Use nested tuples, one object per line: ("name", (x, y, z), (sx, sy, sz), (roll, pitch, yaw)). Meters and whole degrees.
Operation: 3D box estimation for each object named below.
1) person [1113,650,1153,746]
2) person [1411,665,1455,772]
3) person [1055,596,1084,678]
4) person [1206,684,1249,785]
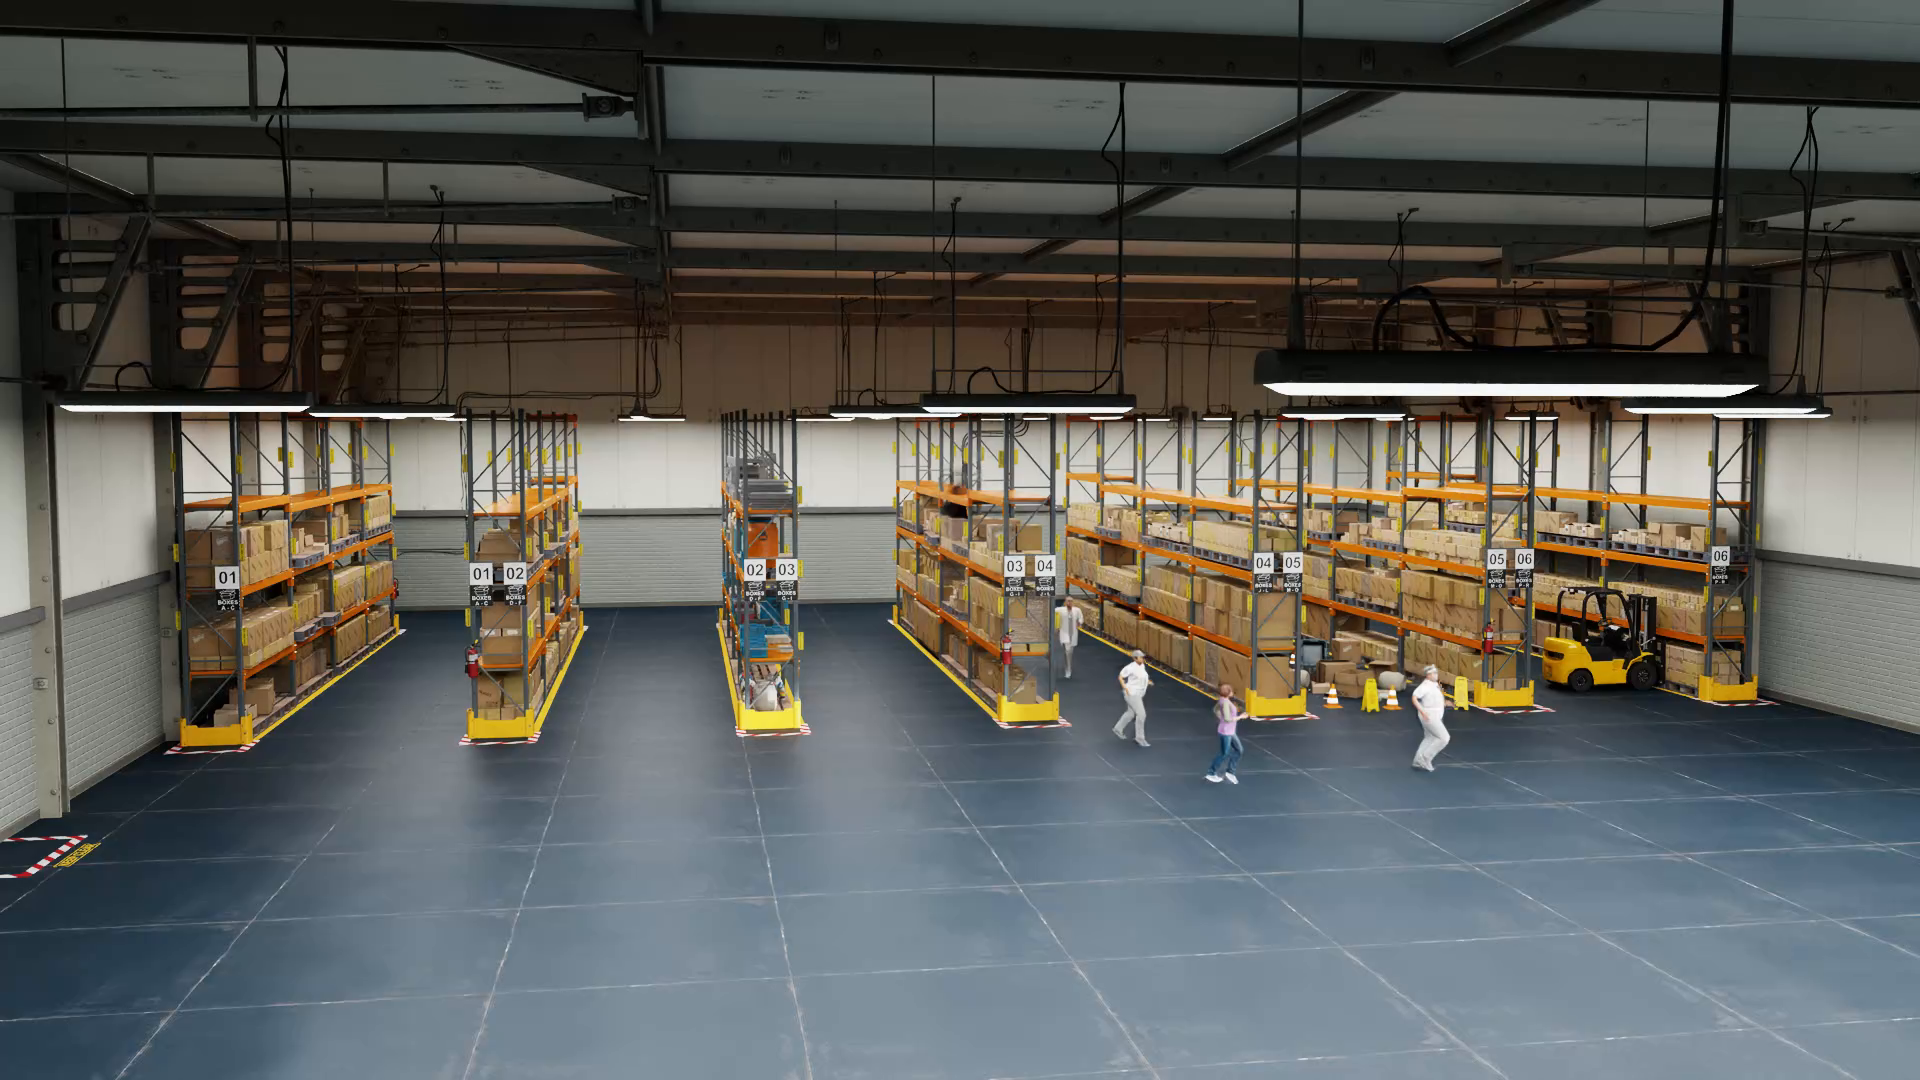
("person", (3.093, 2.816, 29.839), (0.782, 1.717, 0.598), (2, 5, 29))
("person", (7.815, 2.931, 27.406), (0.662, 1.774, 0.646), (2, 4, 24))
("person", (2.479, 2.197, 37.936), (0.688, 1.841, 0.873), (-1, 4, -16))
("person", (4.240, 3.084, 26.352), (0.660, 1.624, 0.514), (1, 4, 14))
